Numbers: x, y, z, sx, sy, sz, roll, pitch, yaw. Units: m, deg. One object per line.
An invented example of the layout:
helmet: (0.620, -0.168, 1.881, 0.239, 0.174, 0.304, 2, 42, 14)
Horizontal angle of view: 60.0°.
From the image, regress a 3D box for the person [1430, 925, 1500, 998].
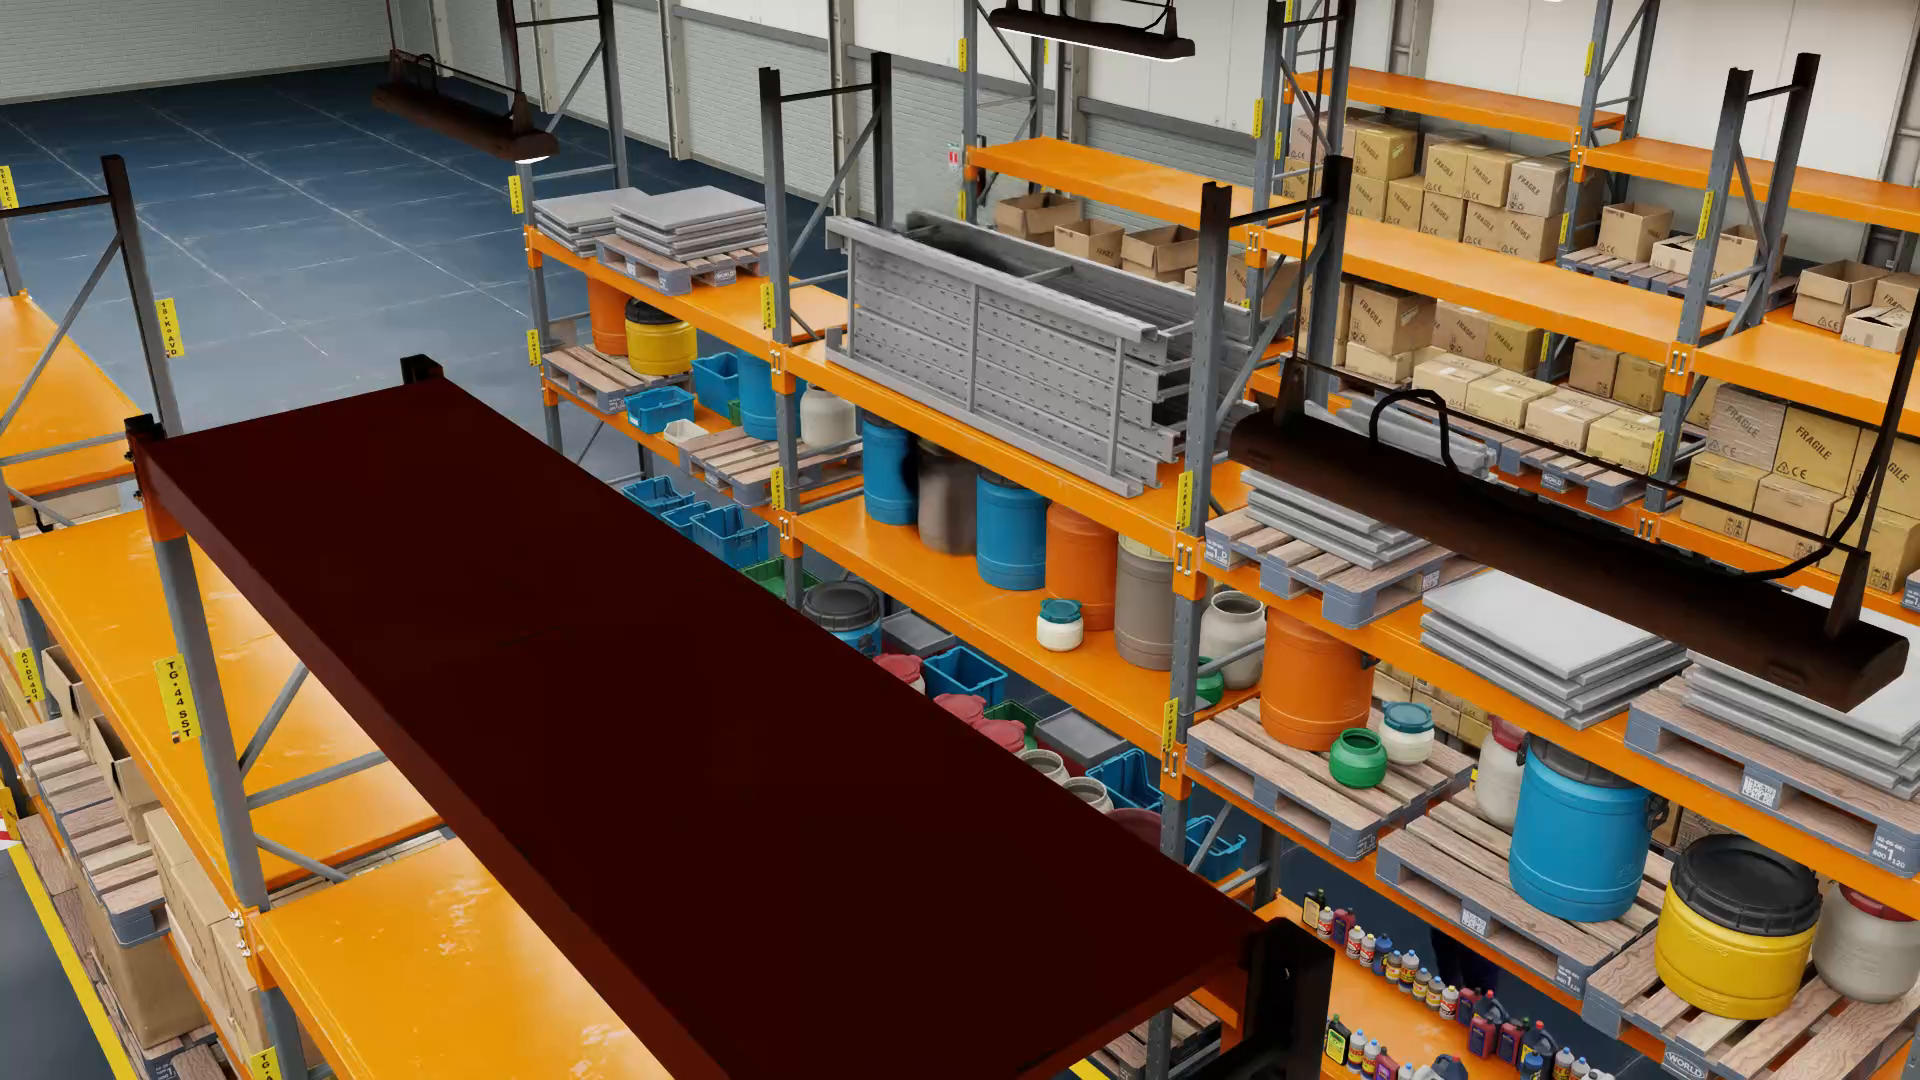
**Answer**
person: (3.396, 2.653, 10.813, 0.580, 1.633, 0.885, -22, 33, -37)
